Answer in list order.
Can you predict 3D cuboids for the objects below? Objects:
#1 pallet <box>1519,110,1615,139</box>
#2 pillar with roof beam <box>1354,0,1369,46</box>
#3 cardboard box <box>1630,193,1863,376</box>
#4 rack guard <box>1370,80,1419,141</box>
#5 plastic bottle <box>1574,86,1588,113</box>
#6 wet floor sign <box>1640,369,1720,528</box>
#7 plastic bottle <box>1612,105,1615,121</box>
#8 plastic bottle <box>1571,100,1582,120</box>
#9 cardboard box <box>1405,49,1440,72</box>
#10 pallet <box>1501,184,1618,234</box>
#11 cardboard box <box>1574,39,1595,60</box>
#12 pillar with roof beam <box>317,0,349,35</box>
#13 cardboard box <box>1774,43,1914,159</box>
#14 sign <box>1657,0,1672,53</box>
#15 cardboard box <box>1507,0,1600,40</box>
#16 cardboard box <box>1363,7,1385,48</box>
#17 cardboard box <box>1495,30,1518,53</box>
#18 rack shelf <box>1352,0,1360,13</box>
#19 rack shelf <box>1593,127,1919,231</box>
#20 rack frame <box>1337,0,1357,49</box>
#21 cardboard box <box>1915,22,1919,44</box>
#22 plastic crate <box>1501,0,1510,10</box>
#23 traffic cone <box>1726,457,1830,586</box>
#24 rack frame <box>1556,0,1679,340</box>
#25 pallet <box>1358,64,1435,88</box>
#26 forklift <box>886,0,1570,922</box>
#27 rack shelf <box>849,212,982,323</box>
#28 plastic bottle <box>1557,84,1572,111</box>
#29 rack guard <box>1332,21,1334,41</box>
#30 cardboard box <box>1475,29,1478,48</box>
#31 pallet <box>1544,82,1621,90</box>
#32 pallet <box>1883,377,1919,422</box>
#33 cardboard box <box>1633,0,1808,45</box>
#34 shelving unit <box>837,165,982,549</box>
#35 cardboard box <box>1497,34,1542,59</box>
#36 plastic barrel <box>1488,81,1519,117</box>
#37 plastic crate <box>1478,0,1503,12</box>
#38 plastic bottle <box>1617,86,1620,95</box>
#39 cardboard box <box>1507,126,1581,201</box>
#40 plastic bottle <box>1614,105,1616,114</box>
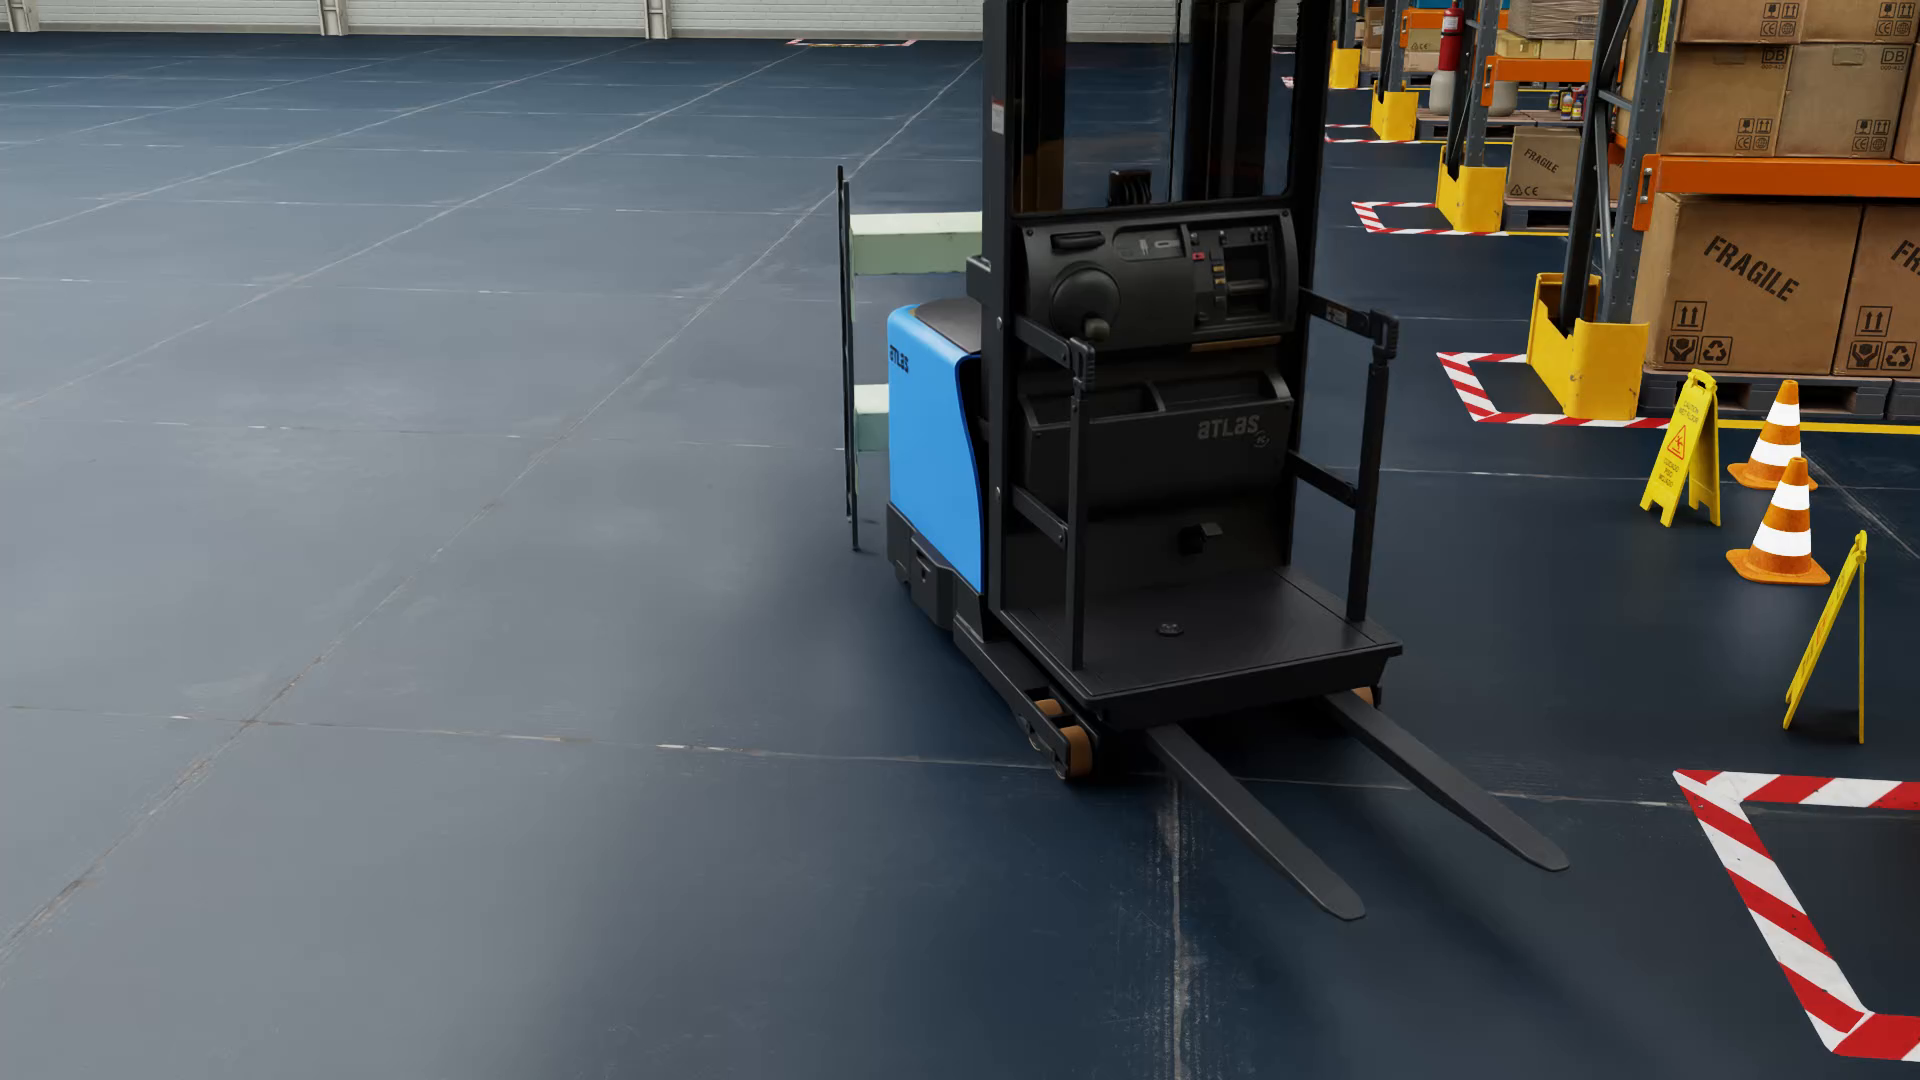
[{"bbox_3d":[6.739,-4.461,17.936,1.213,0.211,1.003,2,22,6],"label":"pallet"},{"bbox_3d":[6.100,-10.955,22.410,0.400,9.000,9.100,2,22,6],"label":"pillar with roof beam"},{"bbox_3d":[4.058,-1.422,8.774,0.875,0.875,0.875,3,22,7],"label":"cardboard box"},{"bbox_3d":[4.725,-4.686,18.112,0.348,0.500,1.175,2,22,6],"label":"rack guard"},{"bbox_3d":[6.754,-4.797,18.089,0.133,0.283,0.061,2,22,6],"label":"plastic bottle"},{"bbox_3d":[3.115,-0.403,7.082,0.232,0.644,0.267,-1,22,-3],"label":"wet floor sign"},{"bbox_3d":[6.847,-4.559,17.504,0.097,0.271,0.097,0,22,0],"label":"plastic bottle"},{"bbox_3d":[6.511,-4.541,17.554,0.097,0.201,0.097,0,22,0],"label":"plastic bottle"},{"bbox_3d":[6.234,-6.435,22.305,0.500,0.250,0.500,2,22,6],"label":"cardboard box"},{"bbox_3d":[4.939,-2.678,13.426,1.213,0.211,1.003,2,22,6],"label":"pallet"},{"bbox_3d":[4.808,-3.776,12.752,0.250,0.149,0.380,2,22,6],"label":"cardboard box"},{"bbox_3d":[-11.775,-11.734,24.380,0.400,9.000,9.100,2,22,6],"label":"pillar with roof beam"},{"bbox_3d":[4.300,-2.274,8.408,0.550,0.550,0.875,2,22,6],"label":"cardboard box"},{"bbox_3d":[3.306,-2.457,7.789,0.005,0.325,0.100,2,22,6],"label":"sign"},{"bbox_3d":[4.604,-4.177,12.885,0.500,0.500,0.875,2,22,6],"label":"cardboard box"},{"bbox_3d":[5.798,-6.994,22.698,0.500,0.500,0.500,2,22,6],"label":"cardboard box"},{"bbox_3d":[4.368,-3.972,13.249,0.250,0.149,0.380,2,22,6],"label":"cardboard box"},{"bbox_3d":[7.217,-7.222,22.105,4.000,0.370,1.077,2,22,6],"label":"rack shelf"},{"bbox_3d":[5.363,-1.798,8.387,4.000,0.370,1.077,2,22,6],"label":"rack shelf"},{"bbox_3d":[5.231,-7.643,22.192,0.127,3.000,1.000,2,22,6],"label":"rack frame"},{"bbox_3d":[4.838,-2.697,8.010,0.550,0.550,0.875,2,22,6],"label":"cardboard box"},{"bbox_3d":[5.820,-5.823,17.790,0.408,0.251,0.499,2,22,6],"label":"plastic crate"},{"bbox_3d":[3.267,-0.101,6.565,0.334,0.463,0.336,2,22,6],"label":"traffic cone"},{"bbox_3d":[3.377,-2.220,8.474,0.127,3.000,1.000,2,22,6],"label":"rack frame"},{"bbox_3d":[5.995,-6.328,22.659,1.213,0.211,1.003,2,22,6],"label":"pallet"},{"bbox_3d":[0.708,-0.802,4.982,1.130,2.935,3.031,-8,23,-19],"label":"forklift"},{"bbox_3d":[-0.093,-1.112,6.651,0.720,0.370,0.431,-3,22,-7],"label":"rack shelf"},{"bbox_3d":[6.637,-4.858,18.244,0.133,0.283,0.061,3,22,8],"label":"plastic bottle"},{"bbox_3d":[5.885,-8.286,27.218,0.348,0.500,1.175,2,22,6],"label":"rack guard"},{"bbox_3d":[6.732,-6.766,22.122,0.500,0.500,0.500,2,22,6],"label":"cardboard box"},{"bbox_3d":[8.418,-6.223,22.392,1.213,0.211,1.003,2,22,6],"label":"pallet"},{"bbox_3d":[5.388,-0.863,8.836,1.213,0.211,1.003,2,22,6],"label":"pallet"},{"bbox_3d":[3.741,-2.761,8.172,0.550,0.550,0.875,2,22,6],"label":"cardboard box"},{"bbox_3d":[-0.093,-0.749,6.794,0.755,1.500,0.431,-3,22,-7],"label":"shelving unit"},{"bbox_3d":[4.316,-3.810,12.838,0.250,0.149,0.380,2,22,6],"label":"cardboard box"},{"bbox_3d":[5.804,-4.850,17.942,0.421,0.512,0.421,0,22,0],"label":"plastic barrel"},{"bbox_3d":[5.495,-5.556,17.271,0.250,0.136,0.298,2,22,6],"label":"plastic crate"},{"bbox_3d":[7.254,-4.847,18.125,0.185,0.351,0.144,2,22,6],"label":"plastic bottle"},{"bbox_3d":[4.679,-3.026,13.342,0.500,0.500,0.500,7,23,16],"label":"cardboard box"},{"bbox_3d":[7.098,-4.740,18.056,0.097,0.201,0.097,0,22,0],"label":"plastic bottle"}]
